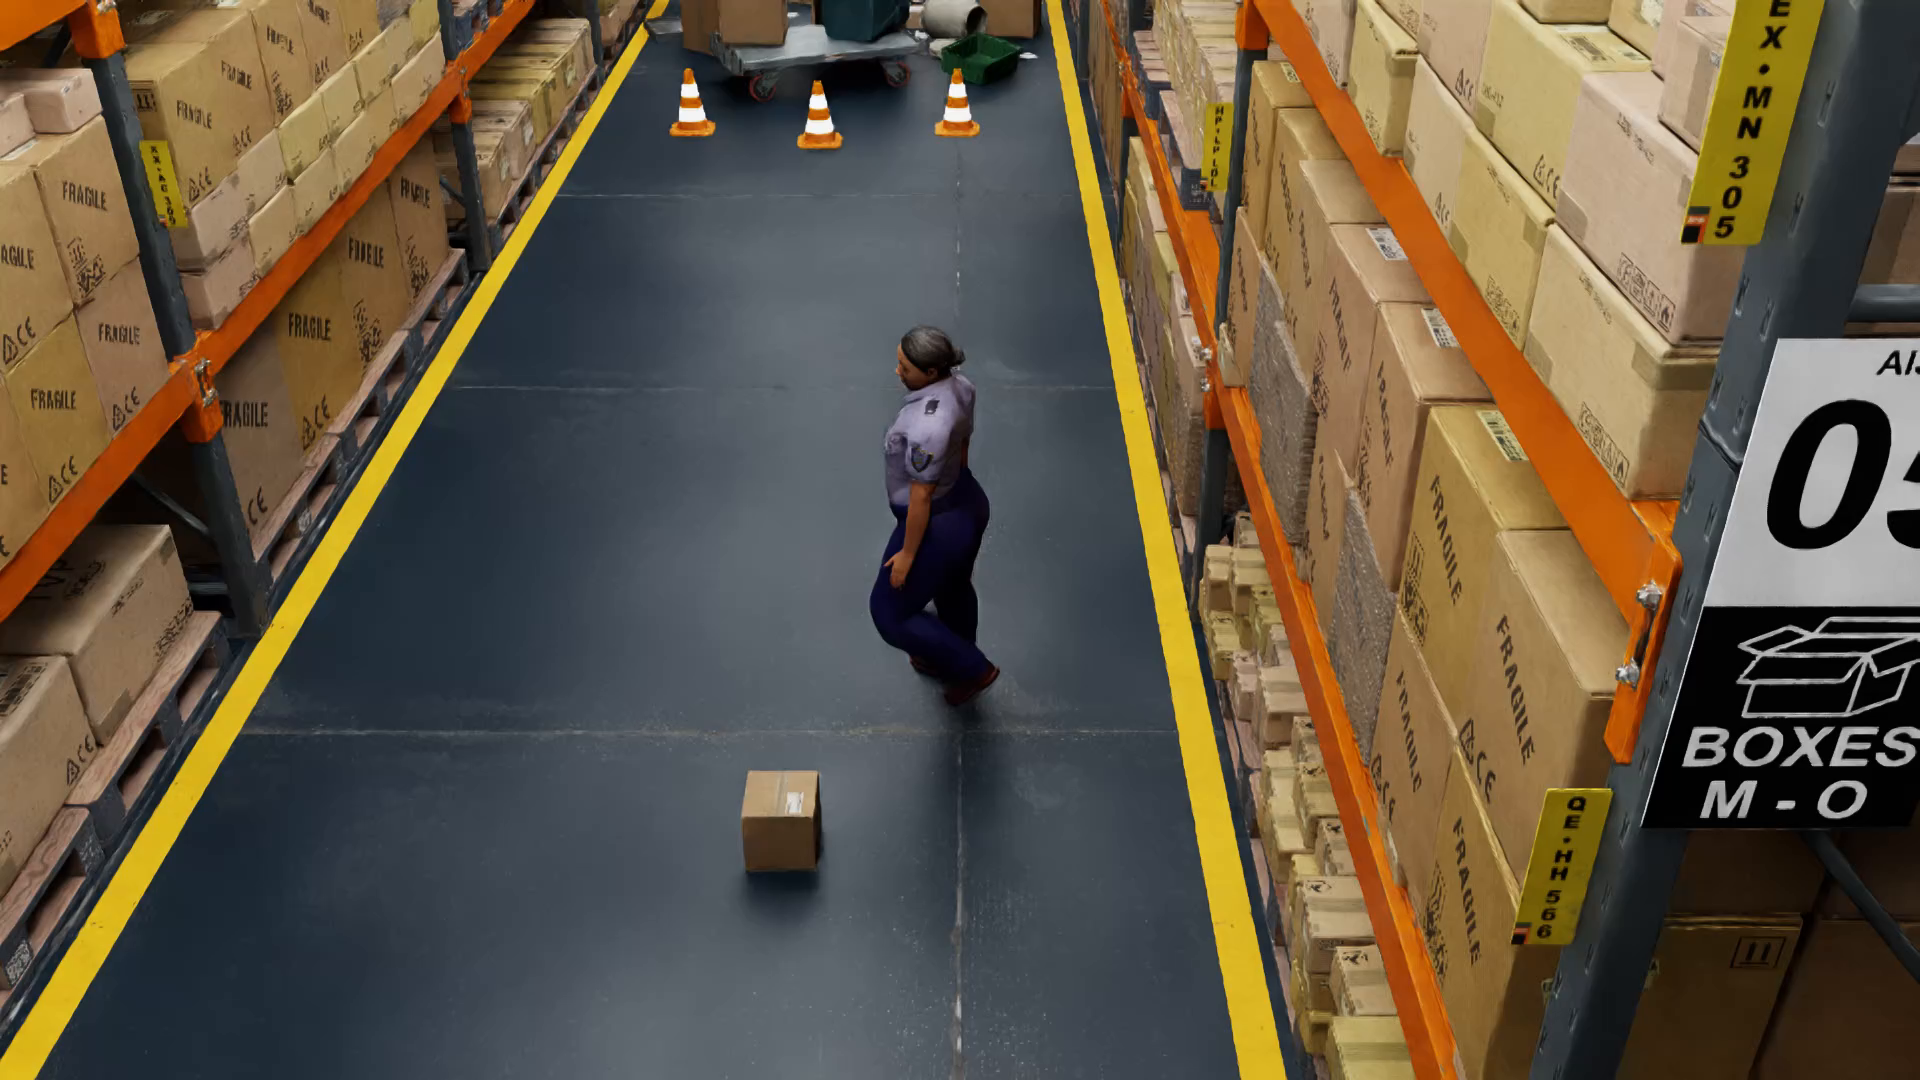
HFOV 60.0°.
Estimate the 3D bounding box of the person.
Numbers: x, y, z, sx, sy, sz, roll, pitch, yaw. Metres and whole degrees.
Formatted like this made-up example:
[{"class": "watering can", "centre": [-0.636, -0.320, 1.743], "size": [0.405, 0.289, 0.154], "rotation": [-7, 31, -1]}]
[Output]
[{"class": "person", "centre": [-0.058, -0.053, 6.211], "size": [0.475, 1.640, 0.574], "rotation": [8, 33, 12]}]
